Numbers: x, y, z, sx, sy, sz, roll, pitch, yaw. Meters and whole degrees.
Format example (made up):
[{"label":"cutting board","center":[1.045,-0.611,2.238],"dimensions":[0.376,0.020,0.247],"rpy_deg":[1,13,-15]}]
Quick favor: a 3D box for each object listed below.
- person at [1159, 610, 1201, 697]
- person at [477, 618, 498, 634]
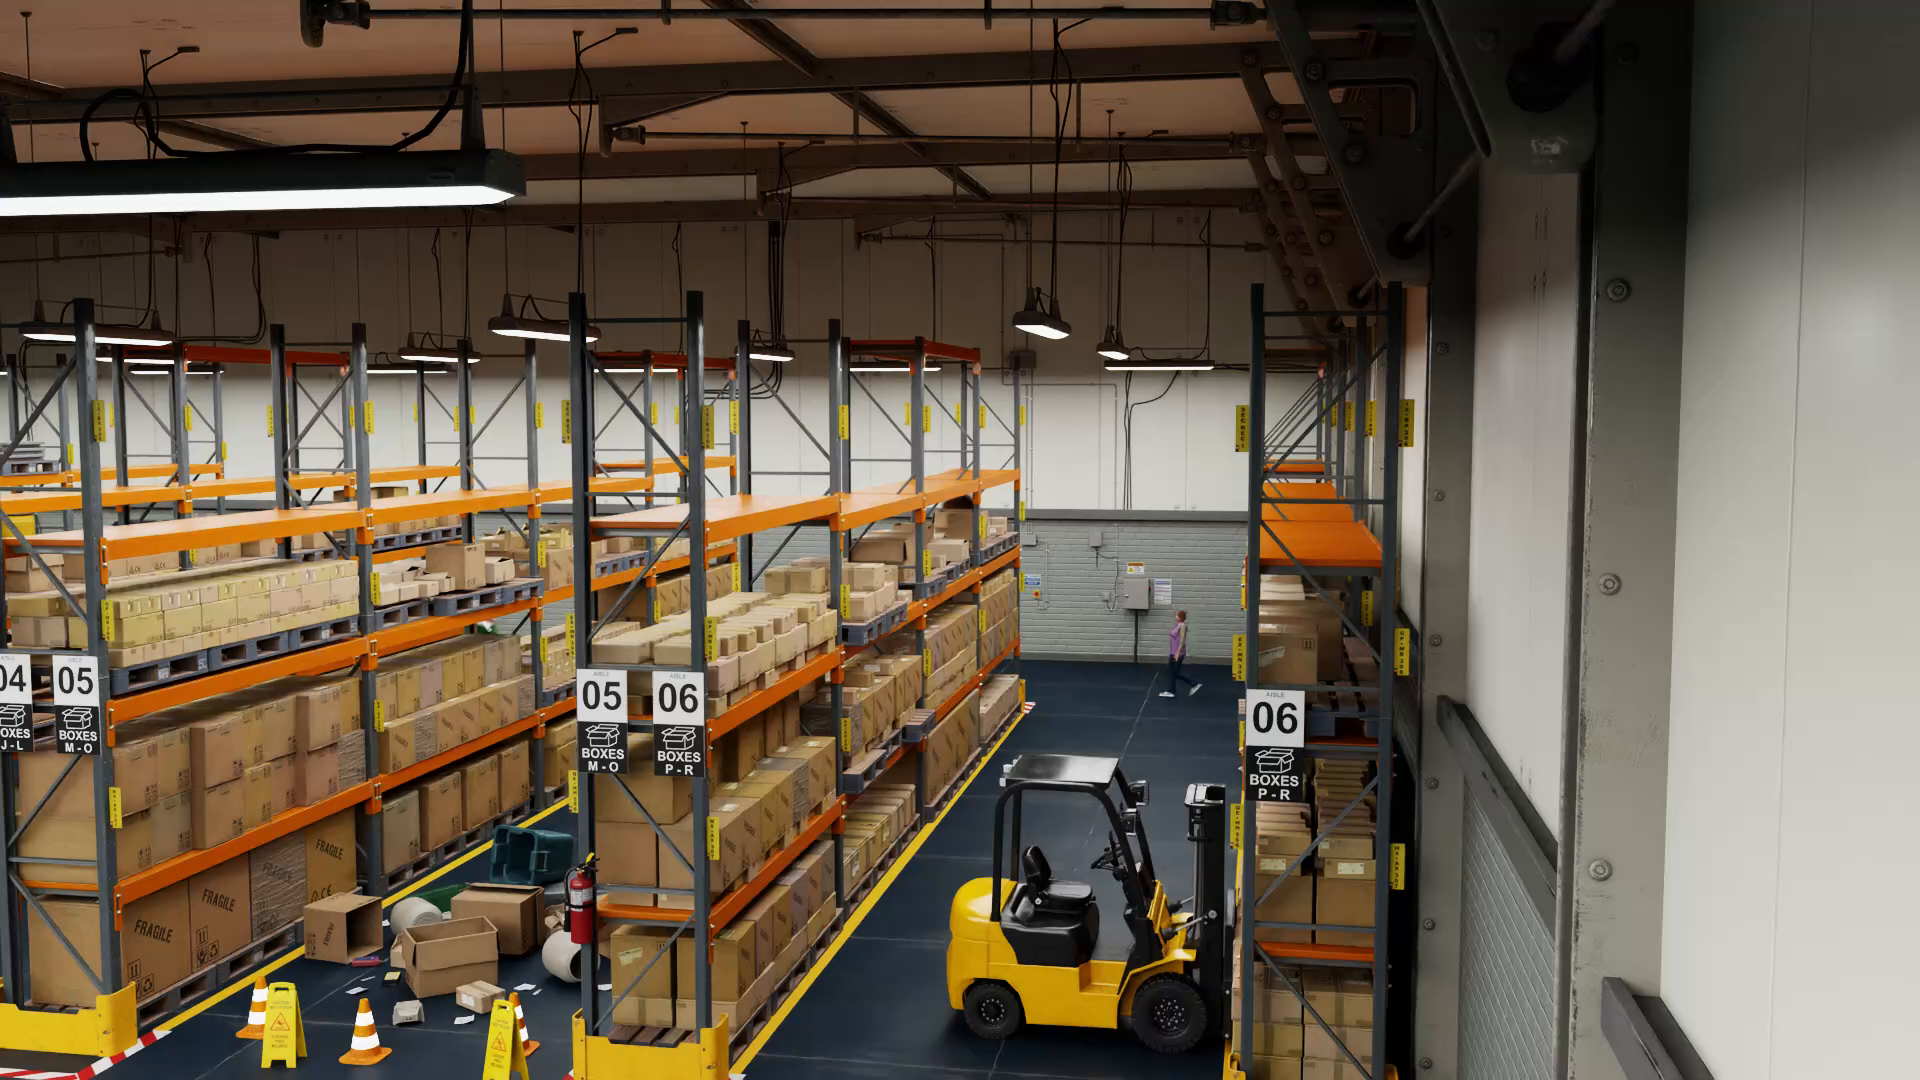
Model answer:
[{"label":"person","center":[3.892,2.009,29.393],"dimensions":[0.724,1.553,0.467],"rpy_deg":[0,5,2]},{"label":"person","center":[-9.215,1.647,32.597],"dimensions":[0.965,1.743,0.675],"rpy_deg":[1,5,18]}]
